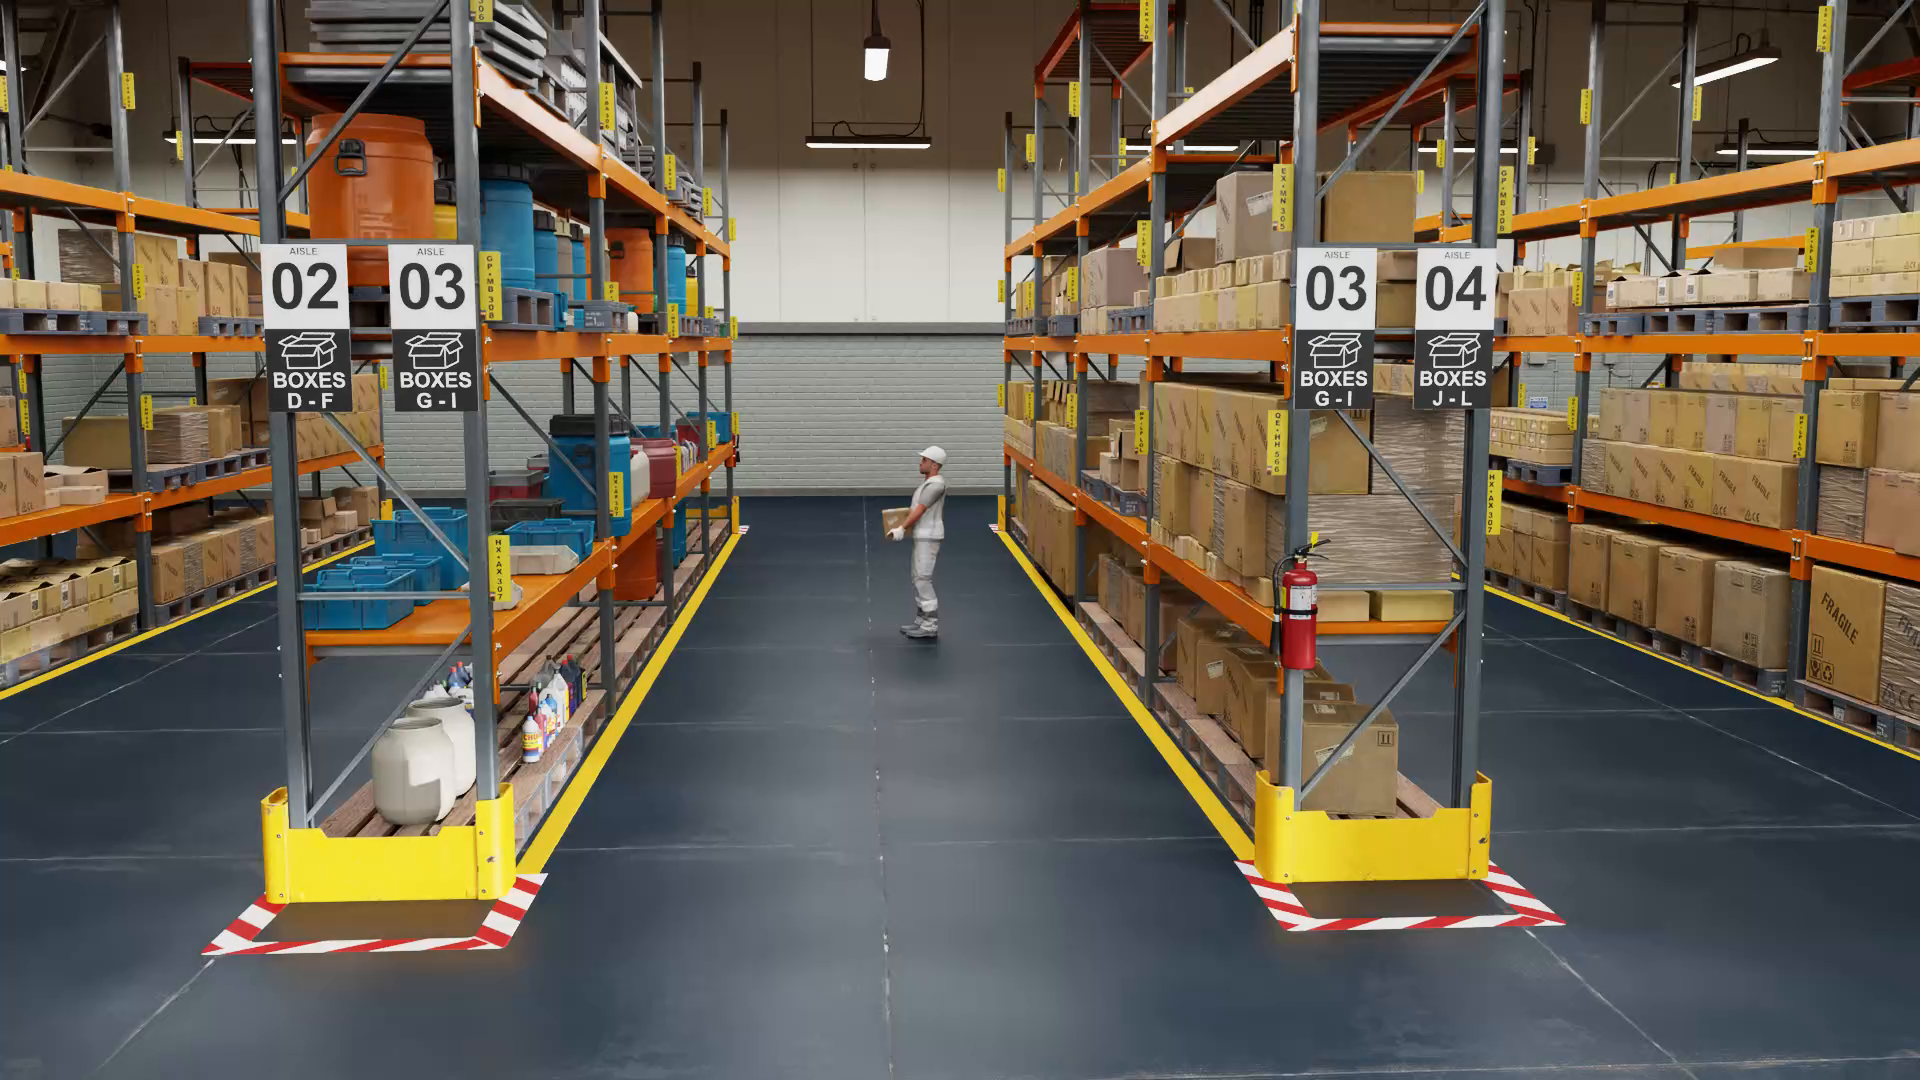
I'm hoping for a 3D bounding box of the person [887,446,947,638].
[{"bbox_3d":[-0.407,0.012,15.559,0.563,1.783,0.494,0,7,-4],"label":"person"}]
